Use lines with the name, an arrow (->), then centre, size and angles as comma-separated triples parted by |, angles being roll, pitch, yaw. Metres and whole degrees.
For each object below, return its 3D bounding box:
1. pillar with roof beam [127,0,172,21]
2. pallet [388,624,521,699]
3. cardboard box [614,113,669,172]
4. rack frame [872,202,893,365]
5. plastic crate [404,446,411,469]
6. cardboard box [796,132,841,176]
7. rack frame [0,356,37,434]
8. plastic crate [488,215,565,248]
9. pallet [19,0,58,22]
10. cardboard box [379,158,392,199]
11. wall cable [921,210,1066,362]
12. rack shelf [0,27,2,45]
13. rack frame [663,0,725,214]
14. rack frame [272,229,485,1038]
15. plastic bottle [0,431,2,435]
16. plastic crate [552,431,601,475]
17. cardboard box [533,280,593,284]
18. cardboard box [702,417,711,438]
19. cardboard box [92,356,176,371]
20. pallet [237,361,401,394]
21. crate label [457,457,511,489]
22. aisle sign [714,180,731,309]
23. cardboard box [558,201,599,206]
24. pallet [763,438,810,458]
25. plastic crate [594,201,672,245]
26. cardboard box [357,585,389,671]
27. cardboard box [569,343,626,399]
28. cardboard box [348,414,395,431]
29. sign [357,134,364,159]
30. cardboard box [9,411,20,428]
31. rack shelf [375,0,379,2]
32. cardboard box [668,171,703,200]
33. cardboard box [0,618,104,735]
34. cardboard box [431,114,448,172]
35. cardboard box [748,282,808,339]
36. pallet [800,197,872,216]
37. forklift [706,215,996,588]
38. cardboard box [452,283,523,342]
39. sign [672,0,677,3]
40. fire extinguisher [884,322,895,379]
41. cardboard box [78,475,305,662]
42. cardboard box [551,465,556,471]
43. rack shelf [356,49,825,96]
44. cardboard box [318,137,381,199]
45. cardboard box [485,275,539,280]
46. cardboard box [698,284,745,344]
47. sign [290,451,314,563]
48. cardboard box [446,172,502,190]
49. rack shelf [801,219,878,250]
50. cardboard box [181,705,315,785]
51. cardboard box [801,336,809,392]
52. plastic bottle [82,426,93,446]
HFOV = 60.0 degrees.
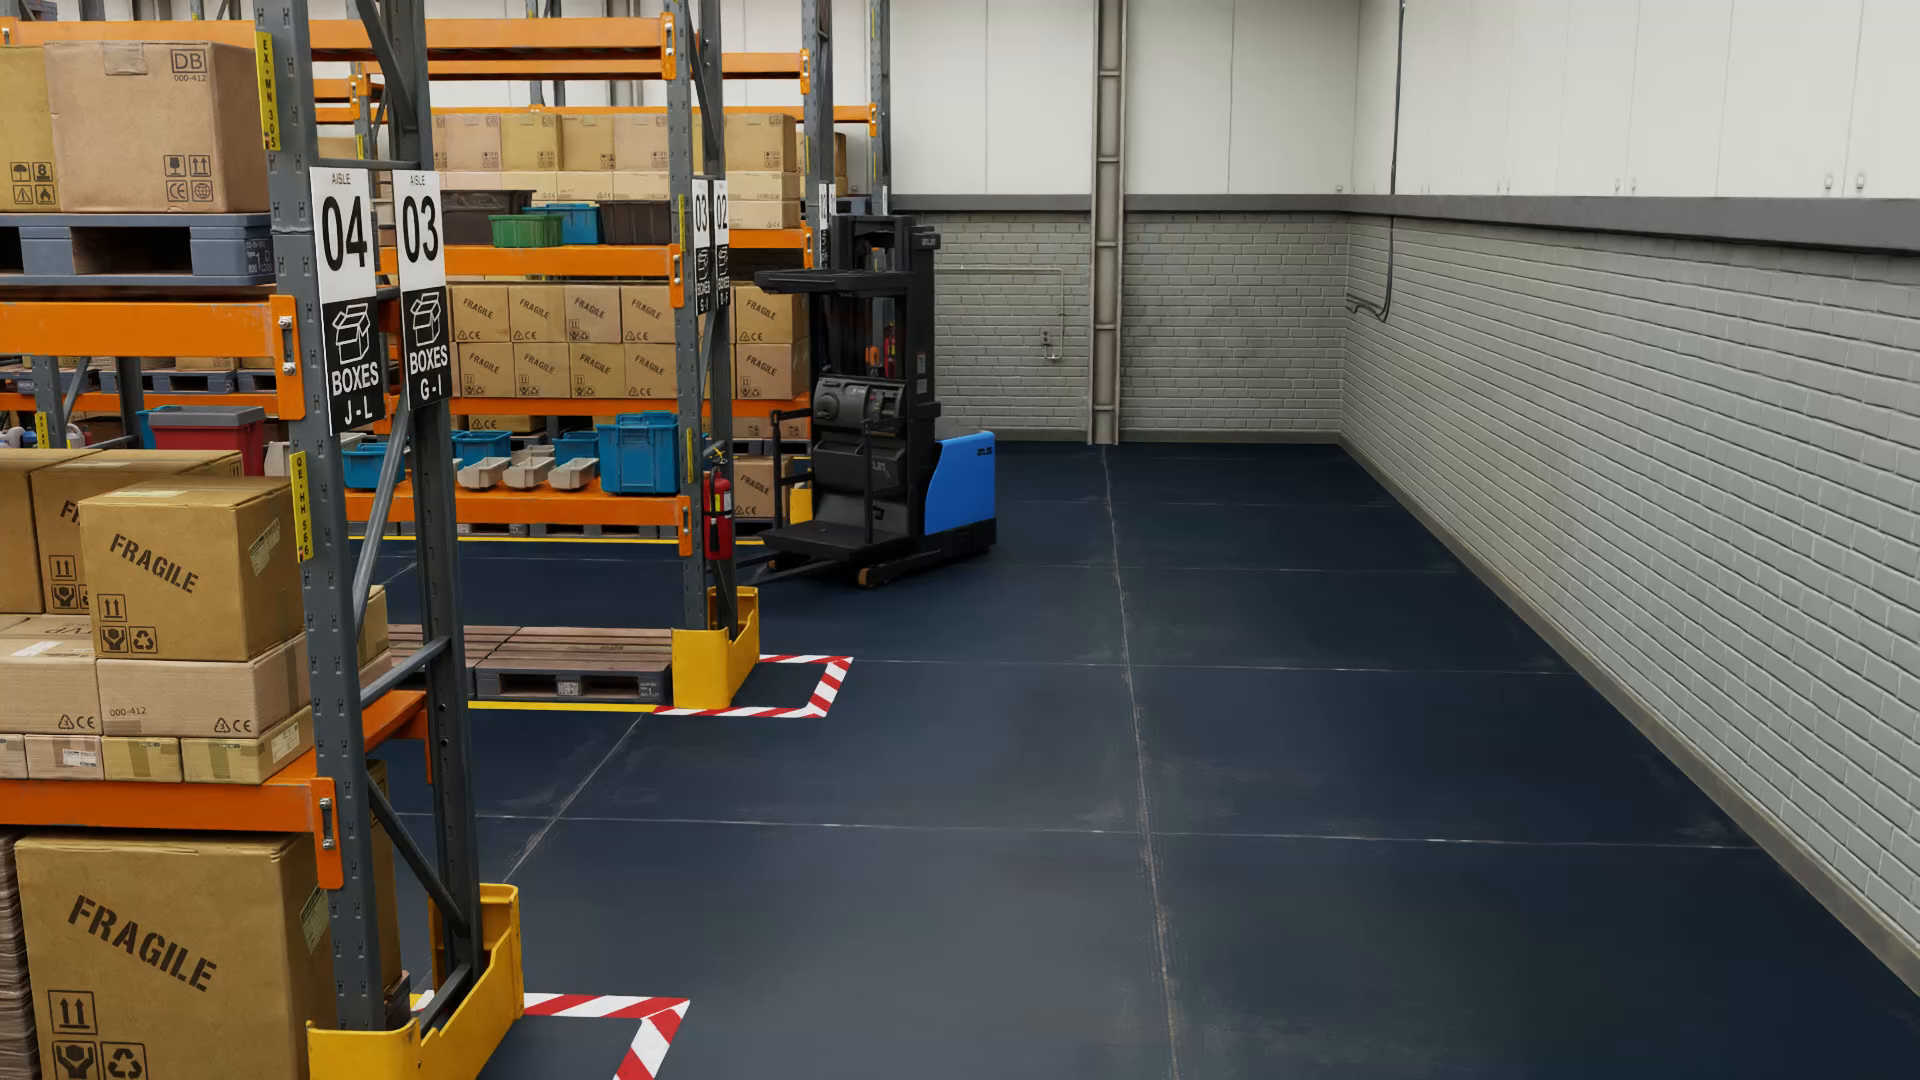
pillar with roof beam -> -10.442, -4.925, 16.815 | 0.400, 9.000, 9.100 | 1, 12, 4
pallet -> -3.629, 0.788, 10.965 | 1.213, 0.211, 1.003 | 1, 12, 4
cardboard box -> -2.773, -3.571, 14.984 | 0.500, 0.500, 0.700 | 1, 12, 4
rack frame -> -0.933, -2.564, 20.181 | 0.127, 3.000, 1.000 | 1, 12, 4
plastic crate -> -3.829, -0.533, 10.967 | 0.466, 0.136, 0.293 | 1, 12, 4
cardboard box -> -1.682, -4.535, 19.540 | 0.500, 0.500, 0.500 | 1, 12, 4
rack frame -> -9.242, -1.661, 15.866 | 0.127, 3.000, 1.000 | 1, 12, 4
plastic crate -> -2.598, -1.860, 10.005 | 0.336, 0.188, 0.450 | 1, 12, 4
pallet -> -6.414, -3.248, 10.237 | 1.213, 0.211, 1.003 | 1, 12, 4
cardboard box -> -6.850, -4.400, 20.313 | 0.500, 0.500, 0.700 | 1, 12, 4
wall cable -> 0.408, -3.237, 20.917 | 1.851, 1.984, 0.084 | 1, 12, 4
rack shelf -> -7.582, -3.011, 10.398 | 4.000, 0.370, 1.077 | 1, 12, 4
rack frame -> -1.595, -3.476, 9.891 | 0.127, 3.000, 1.000 | 1, 12, 4
rack frame -> -1.926, 0.472, 5.668 | 0.127, 3.000, 1.000 | 1, 12, 4
plastic bottle -> -6.502, -0.628, 11.241 | 0.097, 0.271, 0.097 | 0, 12, 0
plastic crate -> -2.476, -0.567, 10.897 | 0.300, 0.233, 0.416 | 1, 12, 4
cardboard box -> -3.715, -2.177, 15.647 | 0.500, 0.500, 0.500 | 1, 12, 4
cardboard box -> -3.172, -1.554, 20.434 | 0.500, 0.500, 0.700 | 1, 12, 5
cardboard box -> -7.707, -1.879, 15.635 | 0.500, 0.500, 0.700 | 3, 12, 14
pallet -> -6.041, -1.546, 15.783 | 1.213, 0.211, 1.003 | 1, 12, 4
crate label -> -2.989, -0.420, 10.430 | 0.243, 0.136, 0.396 | 1, 12, 4
aisle sign -> -1.503, -1.872, 10.524 | 0.004, 0.787, 0.394 | 1, 12, 4
cardboard box -> -3.286, -2.923, 14.939 | 0.500, 0.250, 0.500 | 1, 12, 4
pallet -> -1.736, -1.194, 20.442 | 1.213, 0.211, 1.003 | 1, 12, 4
plastic crate -> -1.961, -2.006, 10.509 | 0.590, 0.269, 0.497 | 1, 12, 4
cardboard box -> -2.387, 0.338, 5.948 | 0.500, 0.250, 0.500 | 0, 12, 2
cardboard box -> -3.244, -1.573, 15.197 | 0.500, 0.500, 0.500 | 1, 12, 3
cardboard box -> -7.317, -1.777, 20.641 | 0.750, 0.750, 0.750 | 1, 12, 3
sign -> -5.285, -3.407, 14.662 | 0.005, 0.325, 0.100 | 1, 12, 4
cardboard box -> -11.652, -1.716, 21.160 | 0.500, 0.500, 0.700 | 1, 12, 3
rack shelf -> -3.922, -1.944, 5.299 | 4.000, 0.370, 1.077 | 1, 12, 4
cardboard box -> -2.289, -3.153, 14.817 | 0.500, 0.250, 0.500 | 1, 12, 4
cardboard box -> -2.933, 0.440, 5.459 | 0.500, 0.250, 0.500 | 1, 12, 3
cardboard box -> -4.764, -3.614, 15.190 | 0.500, 0.500, 0.700 | 1, 12, 4
cardboard box -> -1.686, -2.150, 15.517 | 0.500, 0.500, 0.500 | 1, 12, 5
pallet -> -1.674, -3.997, 19.921 | 1.213, 0.211, 1.003 | 1, 12, 4
forklift -> -0.968, -1.160, 13.635 | 1.130, 2.935, 3.031 | 9, 15, 36
cardboard box -> -4.285, -2.074, 15.153 | 0.500, 0.500, 0.500 | 0, 12, 2
sign -> -1.616, -3.206, 9.386 | 0.005, 0.325, 0.100 | 1, 12, 4
fire extinguisher -> -0.813, -2.247, 19.766 | 0.183, 0.674, 0.296 | 1, 12, 4
cardboard box -> -2.430, 0.080, 5.351 | 0.500, 0.500, 0.500 | 1, 12, 4
cardboard box -> -3.916, -0.546, 16.025 | 0.500, 0.311, 0.500 | 1, 12, 4
rack shelf -> -3.256, -4.162, 14.933 | 4.000, 0.370, 1.077 | 1, 12, 4
cardboard box -> -5.749, -3.400, 15.339 | 0.600, 0.600, 0.600 | 0, 12, -2
cardboard box -> -5.407, -3.144, 20.104 | 0.500, 0.250, 0.500 | 1, 12, 5
cardboard box -> -2.227, -2.047, 15.023 | 0.500, 0.500, 0.500 | 1, 12, 5
sign -> -1.976, -0.100, 4.996 | 0.005, 0.325, 0.100 | 1, 12, 4
cardboard box -> -4.284, -3.182, 14.956 | 0.500, 0.250, 0.500 | 1, 12, 4
rack shelf -> -2.929, -3.707, 20.078 | 4.000, 0.370, 1.077 | 1, 12, 4
cardboard box -> -2.303, 0.657, 5.395 | 0.250, 0.149, 0.380 | 1, 12, 5
cardboard box -> -1.686, -1.661, 15.619 | 0.500, 0.500, 0.500 | 1, 12, 5
plastic bottle -> -5.924, -0.630, 11.219 | 0.133, 0.283, 0.061 | 1, 12, 4
